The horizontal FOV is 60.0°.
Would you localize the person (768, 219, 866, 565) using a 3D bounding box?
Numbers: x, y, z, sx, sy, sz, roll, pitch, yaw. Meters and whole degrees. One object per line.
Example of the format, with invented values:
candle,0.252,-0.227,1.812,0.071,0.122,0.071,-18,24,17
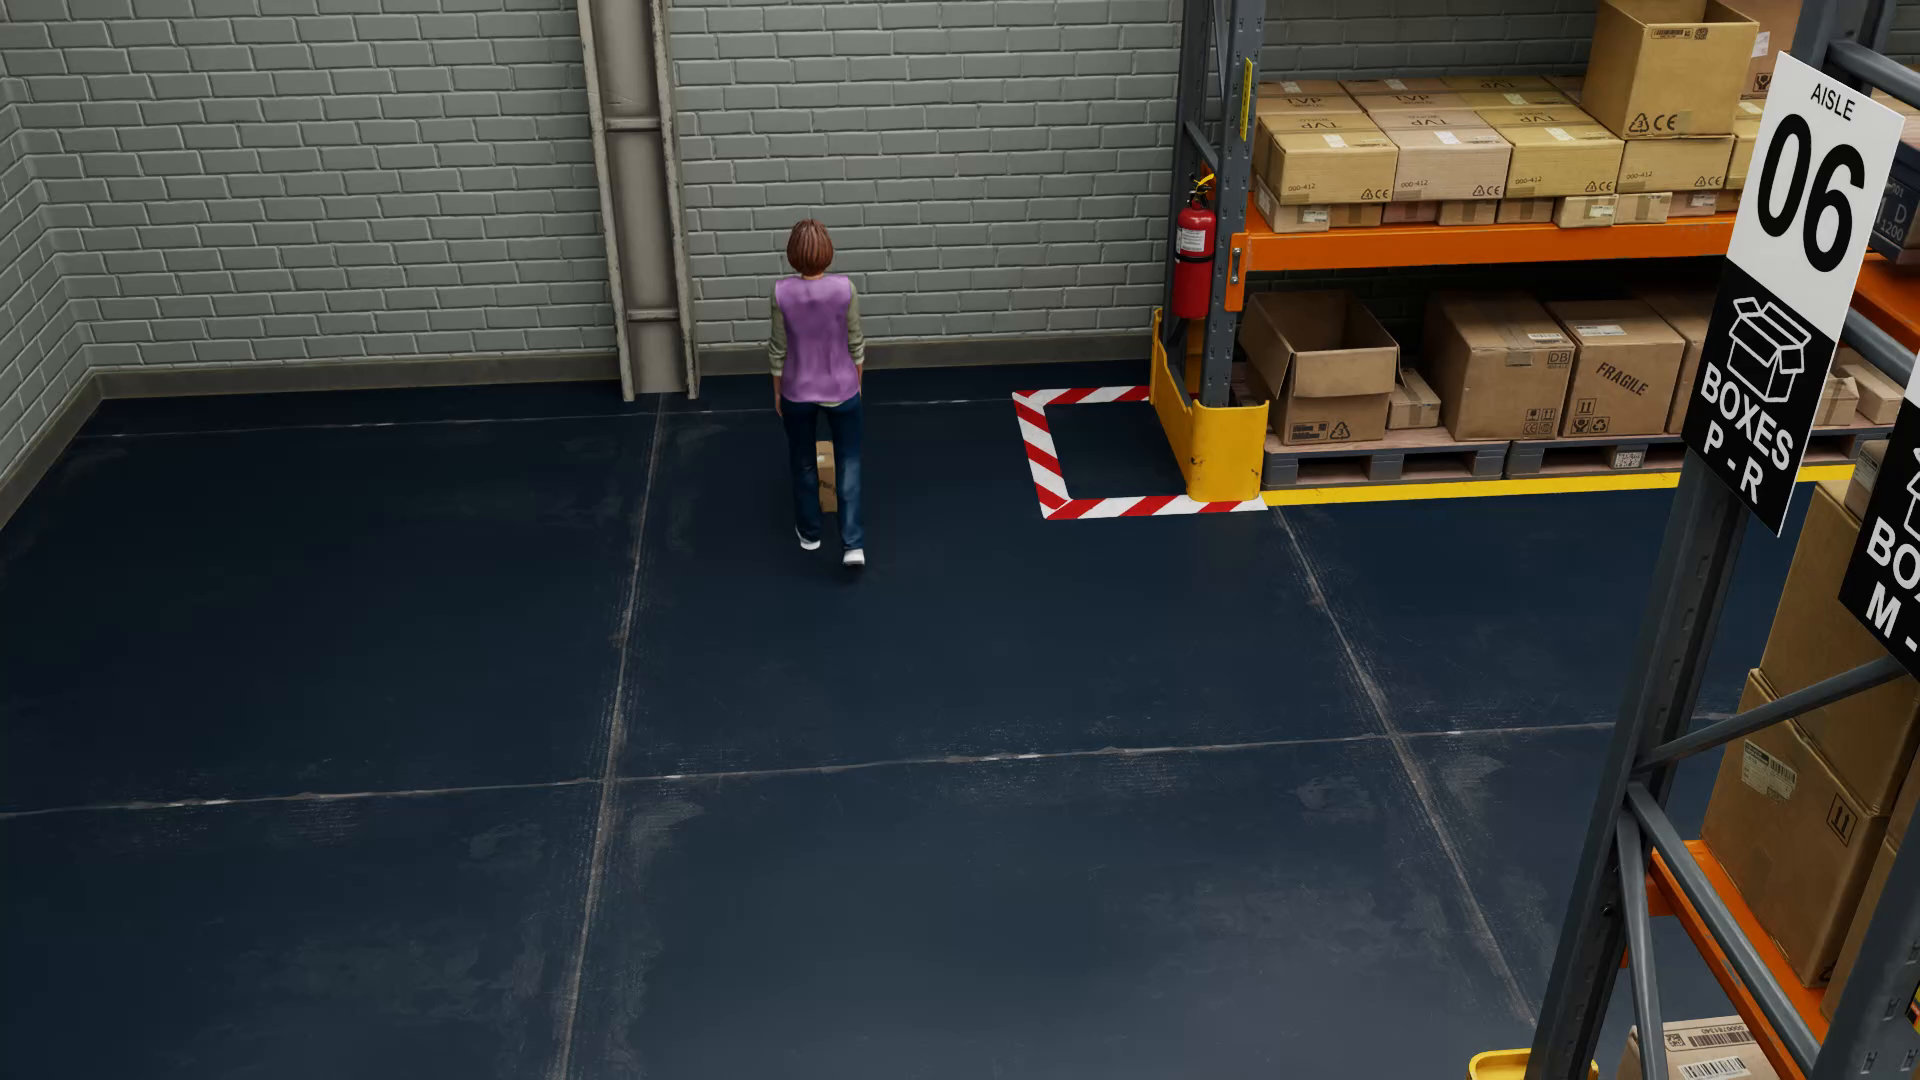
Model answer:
person,-0.611,-0.608,7.192,0.413,1.650,0.496,-2,32,-4
